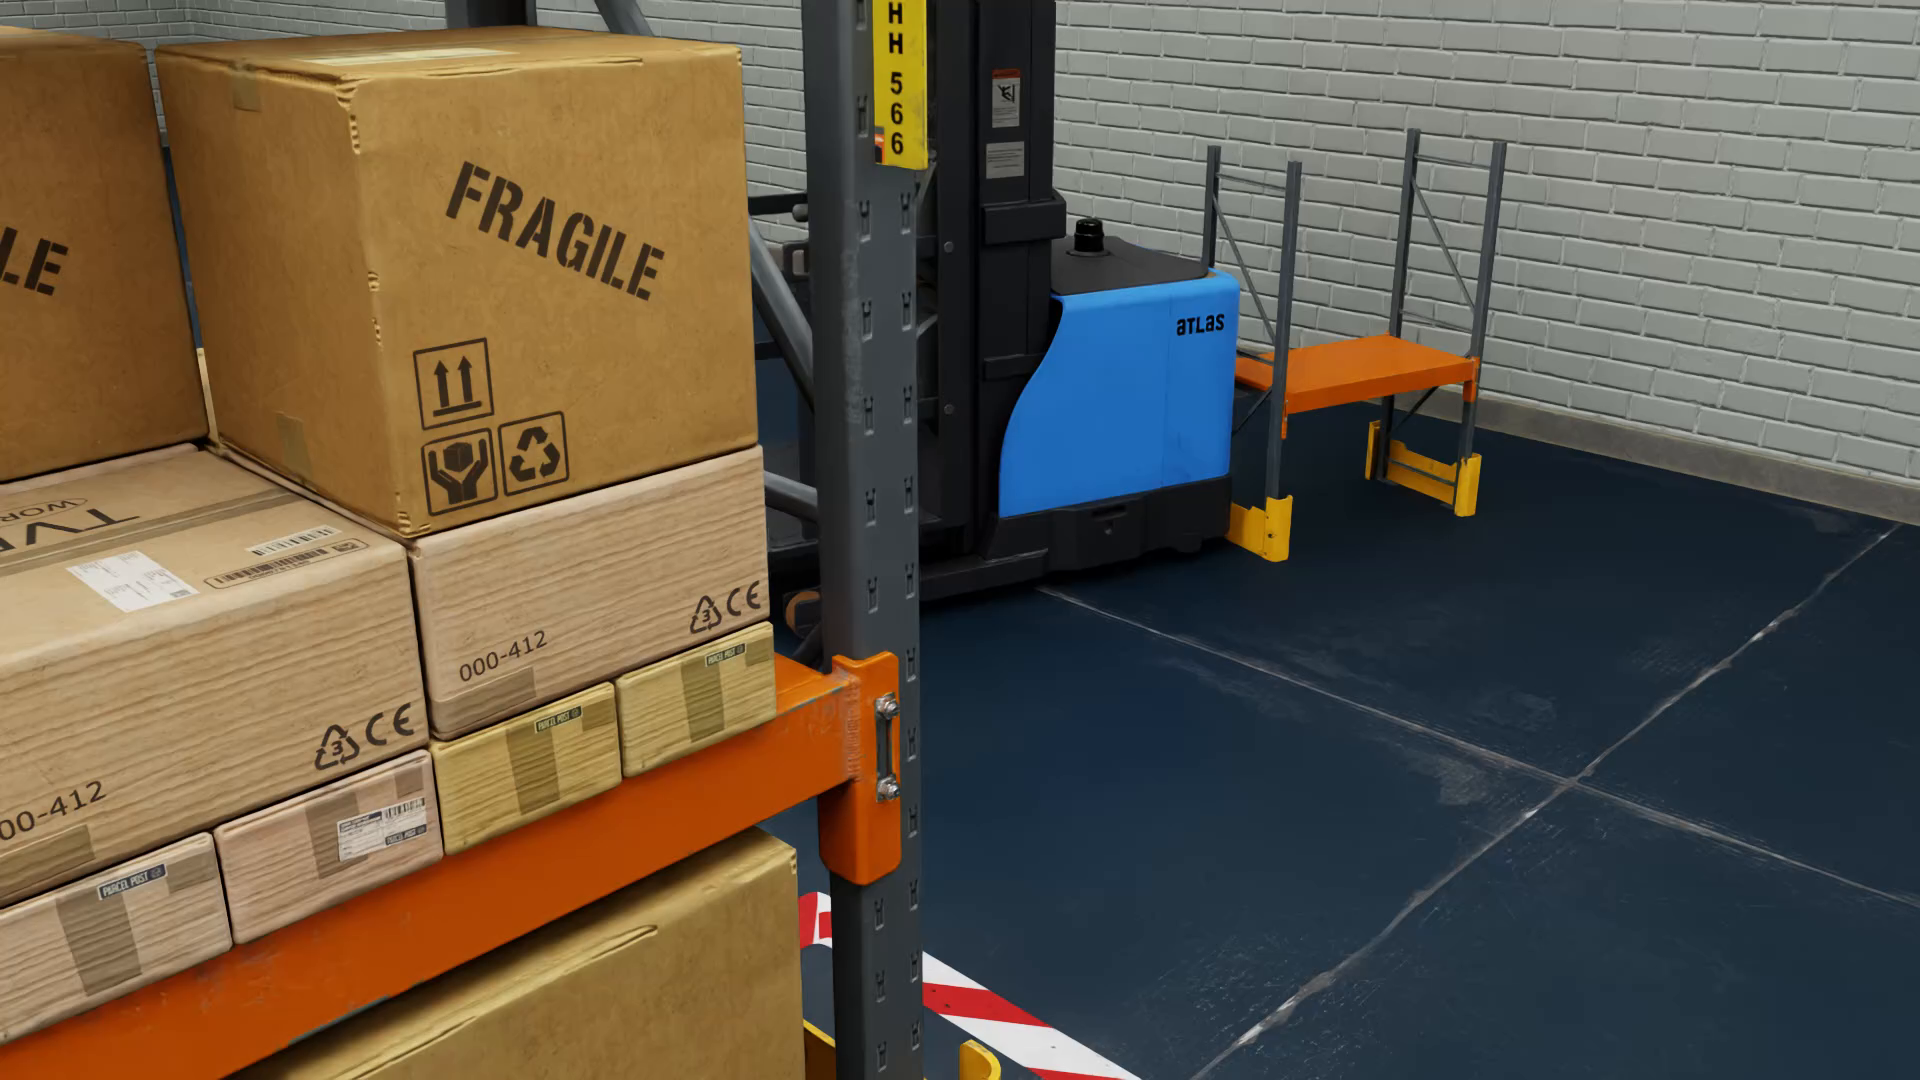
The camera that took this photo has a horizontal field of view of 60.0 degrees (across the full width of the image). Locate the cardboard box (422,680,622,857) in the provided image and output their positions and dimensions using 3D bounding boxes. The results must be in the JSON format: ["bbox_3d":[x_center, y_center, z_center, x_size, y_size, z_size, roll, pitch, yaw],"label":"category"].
[{"bbox_3d":[-0.651,0.230,2.145,0.380,0.149,0.250,20,28,41],"label":"cardboard box"}]

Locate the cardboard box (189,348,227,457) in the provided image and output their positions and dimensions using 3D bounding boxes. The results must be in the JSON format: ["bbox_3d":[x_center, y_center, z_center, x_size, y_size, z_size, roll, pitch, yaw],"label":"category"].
[{"bbox_3d":[-0.987,-0.141,2.555,0.500,0.250,0.500,18,28,39],"label":"cardboard box"}]

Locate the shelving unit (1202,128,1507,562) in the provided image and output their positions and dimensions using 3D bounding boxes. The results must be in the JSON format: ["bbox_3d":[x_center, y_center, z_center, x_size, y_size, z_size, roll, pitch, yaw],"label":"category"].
[{"bbox_3d":[1.517,-0.801,6.569,1.083,1.500,0.587,-12,24,-28],"label":"shelving unit"}]

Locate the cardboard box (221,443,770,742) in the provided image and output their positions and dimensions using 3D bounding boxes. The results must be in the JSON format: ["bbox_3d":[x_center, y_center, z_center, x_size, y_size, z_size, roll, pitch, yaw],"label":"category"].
[{"bbox_3d":[-0.607,-0.006,2.204,0.500,0.250,0.500,19,28,40],"label":"cardboard box"}]

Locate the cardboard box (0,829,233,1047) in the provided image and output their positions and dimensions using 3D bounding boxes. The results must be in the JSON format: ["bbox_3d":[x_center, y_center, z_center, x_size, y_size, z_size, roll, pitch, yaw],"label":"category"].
[{"bbox_3d":[-1.003,0.359,1.810,0.250,0.149,0.380,-20,28,-41],"label":"cardboard box"}]

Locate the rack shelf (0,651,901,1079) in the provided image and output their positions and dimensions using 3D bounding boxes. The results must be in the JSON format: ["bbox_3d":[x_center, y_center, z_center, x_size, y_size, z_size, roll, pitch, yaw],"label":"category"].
[{"bbox_3d":[-1.854,0.722,1.518,1.077,0.370,4.000,19,28,41],"label":"rack shelf"}]

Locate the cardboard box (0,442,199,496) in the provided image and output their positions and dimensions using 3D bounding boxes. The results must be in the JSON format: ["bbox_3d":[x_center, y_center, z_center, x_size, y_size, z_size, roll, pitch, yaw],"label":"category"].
[{"bbox_3d":[-1.345,-0.006,2.203,0.500,0.250,0.500,19,28,40],"label":"cardboard box"}]

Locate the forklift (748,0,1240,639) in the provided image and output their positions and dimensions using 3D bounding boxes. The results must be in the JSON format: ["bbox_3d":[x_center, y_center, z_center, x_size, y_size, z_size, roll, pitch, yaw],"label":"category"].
[{"bbox_3d":[-0.496,-1.241,5.718,3.031,2.935,1.130,-11,24,-26],"label":"forklift"}]

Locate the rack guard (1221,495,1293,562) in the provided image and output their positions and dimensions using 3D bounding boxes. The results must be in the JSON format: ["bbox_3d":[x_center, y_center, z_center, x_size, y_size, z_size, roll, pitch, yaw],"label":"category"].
[{"bbox_3d":[1.086,-0.128,6.560,0.087,0.250,0.587,-12,24,-28],"label":"rack guard"}]

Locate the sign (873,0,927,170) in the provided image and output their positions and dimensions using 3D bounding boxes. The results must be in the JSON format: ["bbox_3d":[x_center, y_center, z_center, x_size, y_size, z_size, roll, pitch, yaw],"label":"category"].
[{"bbox_3d":[-0.080,-0.640,2.114,0.100,0.325,0.005,19,28,41],"label":"sign"}]

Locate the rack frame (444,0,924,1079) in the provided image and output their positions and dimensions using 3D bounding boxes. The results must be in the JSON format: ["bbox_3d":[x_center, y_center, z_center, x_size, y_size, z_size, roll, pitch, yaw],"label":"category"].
[{"bbox_3d":[-0.459,-0.128,2.727,1.000,3.000,0.127,19,28,41],"label":"rack frame"}]

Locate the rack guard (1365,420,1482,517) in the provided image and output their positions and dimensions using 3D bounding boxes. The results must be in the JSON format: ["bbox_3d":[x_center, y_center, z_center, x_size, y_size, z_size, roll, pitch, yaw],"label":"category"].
[{"bbox_3d":[1.948,-0.307,7.026,0.087,0.250,0.587,-12,24,-28],"label":"rack guard"}]

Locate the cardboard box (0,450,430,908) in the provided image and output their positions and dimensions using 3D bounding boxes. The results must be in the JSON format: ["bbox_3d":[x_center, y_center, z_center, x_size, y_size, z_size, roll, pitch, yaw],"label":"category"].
[{"bbox_3d":[-0.961,0.124,1.865,0.500,0.250,0.500,19,28,40],"label":"cardboard box"}]

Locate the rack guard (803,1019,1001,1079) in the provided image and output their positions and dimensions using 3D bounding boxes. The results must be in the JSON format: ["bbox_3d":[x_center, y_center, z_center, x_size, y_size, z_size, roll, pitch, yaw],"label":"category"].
[{"bbox_3d":[-0.442,1.033,3.191,1.175,0.500,0.348,19,28,41],"label":"rack guard"}]

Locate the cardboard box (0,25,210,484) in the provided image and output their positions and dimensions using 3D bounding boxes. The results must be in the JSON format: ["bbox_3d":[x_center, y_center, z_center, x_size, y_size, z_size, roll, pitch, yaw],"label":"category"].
[{"bbox_3d":[-1.336,-0.363,2.086,0.500,0.500,0.500,18,28,39],"label":"cardboard box"}]

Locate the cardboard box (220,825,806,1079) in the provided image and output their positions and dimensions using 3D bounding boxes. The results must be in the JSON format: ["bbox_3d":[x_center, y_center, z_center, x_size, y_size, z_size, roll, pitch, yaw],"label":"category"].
[{"bbox_3d":[-0.848,0.852,2.553,0.875,0.875,0.875,19,28,41],"label":"cardboard box"}]

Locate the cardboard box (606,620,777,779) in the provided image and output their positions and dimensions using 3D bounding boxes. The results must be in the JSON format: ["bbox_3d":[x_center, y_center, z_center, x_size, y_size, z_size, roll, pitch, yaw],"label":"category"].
[{"bbox_3d":[-0.471,0.163,2.319,0.250,0.149,0.380,-20,28,-41],"label":"cardboard box"}]

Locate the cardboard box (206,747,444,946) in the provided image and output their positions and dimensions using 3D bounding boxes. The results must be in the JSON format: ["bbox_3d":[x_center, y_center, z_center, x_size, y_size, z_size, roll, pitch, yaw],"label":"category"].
[{"bbox_3d":[-0.828,0.295,1.976,0.380,0.149,0.250,19,28,41],"label":"cardboard box"}]

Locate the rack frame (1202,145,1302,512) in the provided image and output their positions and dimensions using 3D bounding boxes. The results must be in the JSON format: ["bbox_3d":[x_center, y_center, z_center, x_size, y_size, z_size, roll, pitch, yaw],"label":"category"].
[{"bbox_3d":[1.069,-0.708,6.327,0.032,1.500,0.500,-12,24,-28],"label":"rack frame"}]

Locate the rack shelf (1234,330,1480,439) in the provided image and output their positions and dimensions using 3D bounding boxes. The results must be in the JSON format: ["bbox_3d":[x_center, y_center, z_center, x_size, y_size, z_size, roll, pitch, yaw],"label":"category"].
[{"bbox_3d":[1.509,-0.632,6.629,1.000,0.185,0.538,-12,24,-28],"label":"rack shelf"}]

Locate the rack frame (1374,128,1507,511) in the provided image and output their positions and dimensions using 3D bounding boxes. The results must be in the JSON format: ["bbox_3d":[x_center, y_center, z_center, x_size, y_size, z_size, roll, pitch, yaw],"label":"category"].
[{"bbox_3d":[1.949,-0.891,6.802,0.032,1.500,0.500,-12,24,-28],"label":"rack frame"}]

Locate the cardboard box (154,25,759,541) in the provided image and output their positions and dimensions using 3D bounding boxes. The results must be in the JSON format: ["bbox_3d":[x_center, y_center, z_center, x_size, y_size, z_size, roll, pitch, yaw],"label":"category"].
[{"bbox_3d":[-0.610,-0.356,2.069,0.500,0.500,0.500,20,29,41],"label":"cardboard box"}]
